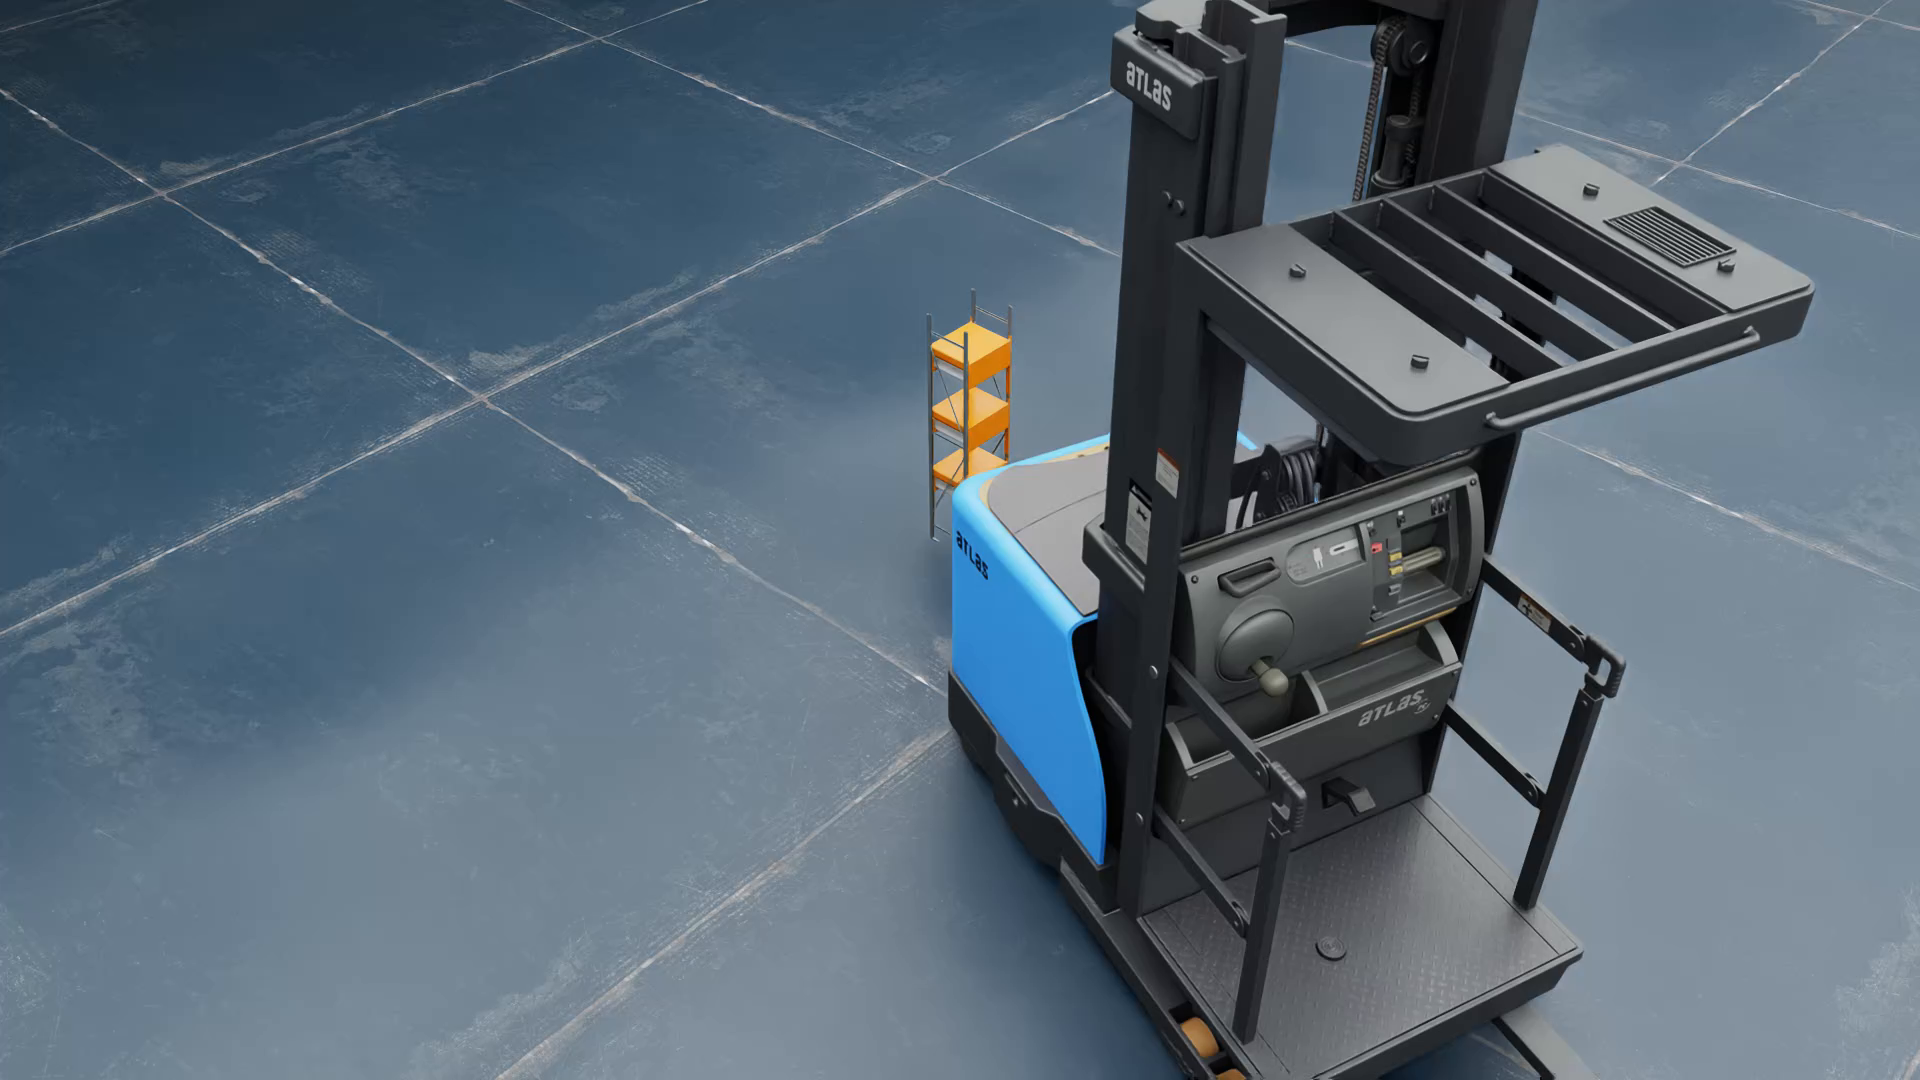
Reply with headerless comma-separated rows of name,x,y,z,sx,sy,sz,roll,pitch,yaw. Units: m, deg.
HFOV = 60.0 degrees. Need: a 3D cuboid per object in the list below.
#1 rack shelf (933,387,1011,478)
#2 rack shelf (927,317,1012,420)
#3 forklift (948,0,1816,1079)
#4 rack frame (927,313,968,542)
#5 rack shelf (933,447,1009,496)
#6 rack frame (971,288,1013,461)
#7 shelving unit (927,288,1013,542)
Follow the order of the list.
rack shelf,0.036,-0.427,6.461,0.215,0.259,0.240,30,47,32
rack shelf,0.036,-0.649,6.284,0.215,0.259,0.240,30,47,32
forklift,1.081,0.184,4.163,1.130,2.935,3.031,-18,42,-21
rack frame,-0.046,-0.379,6.384,0.200,1.050,0.008,30,47,32
rack shelf,0.036,-0.210,6.634,0.215,0.259,0.240,30,47,32
rack frame,0.118,-0.492,6.525,0.200,1.050,0.008,30,47,32
shelving unit,0.036,-0.436,6.454,0.215,1.050,0.252,30,47,32
